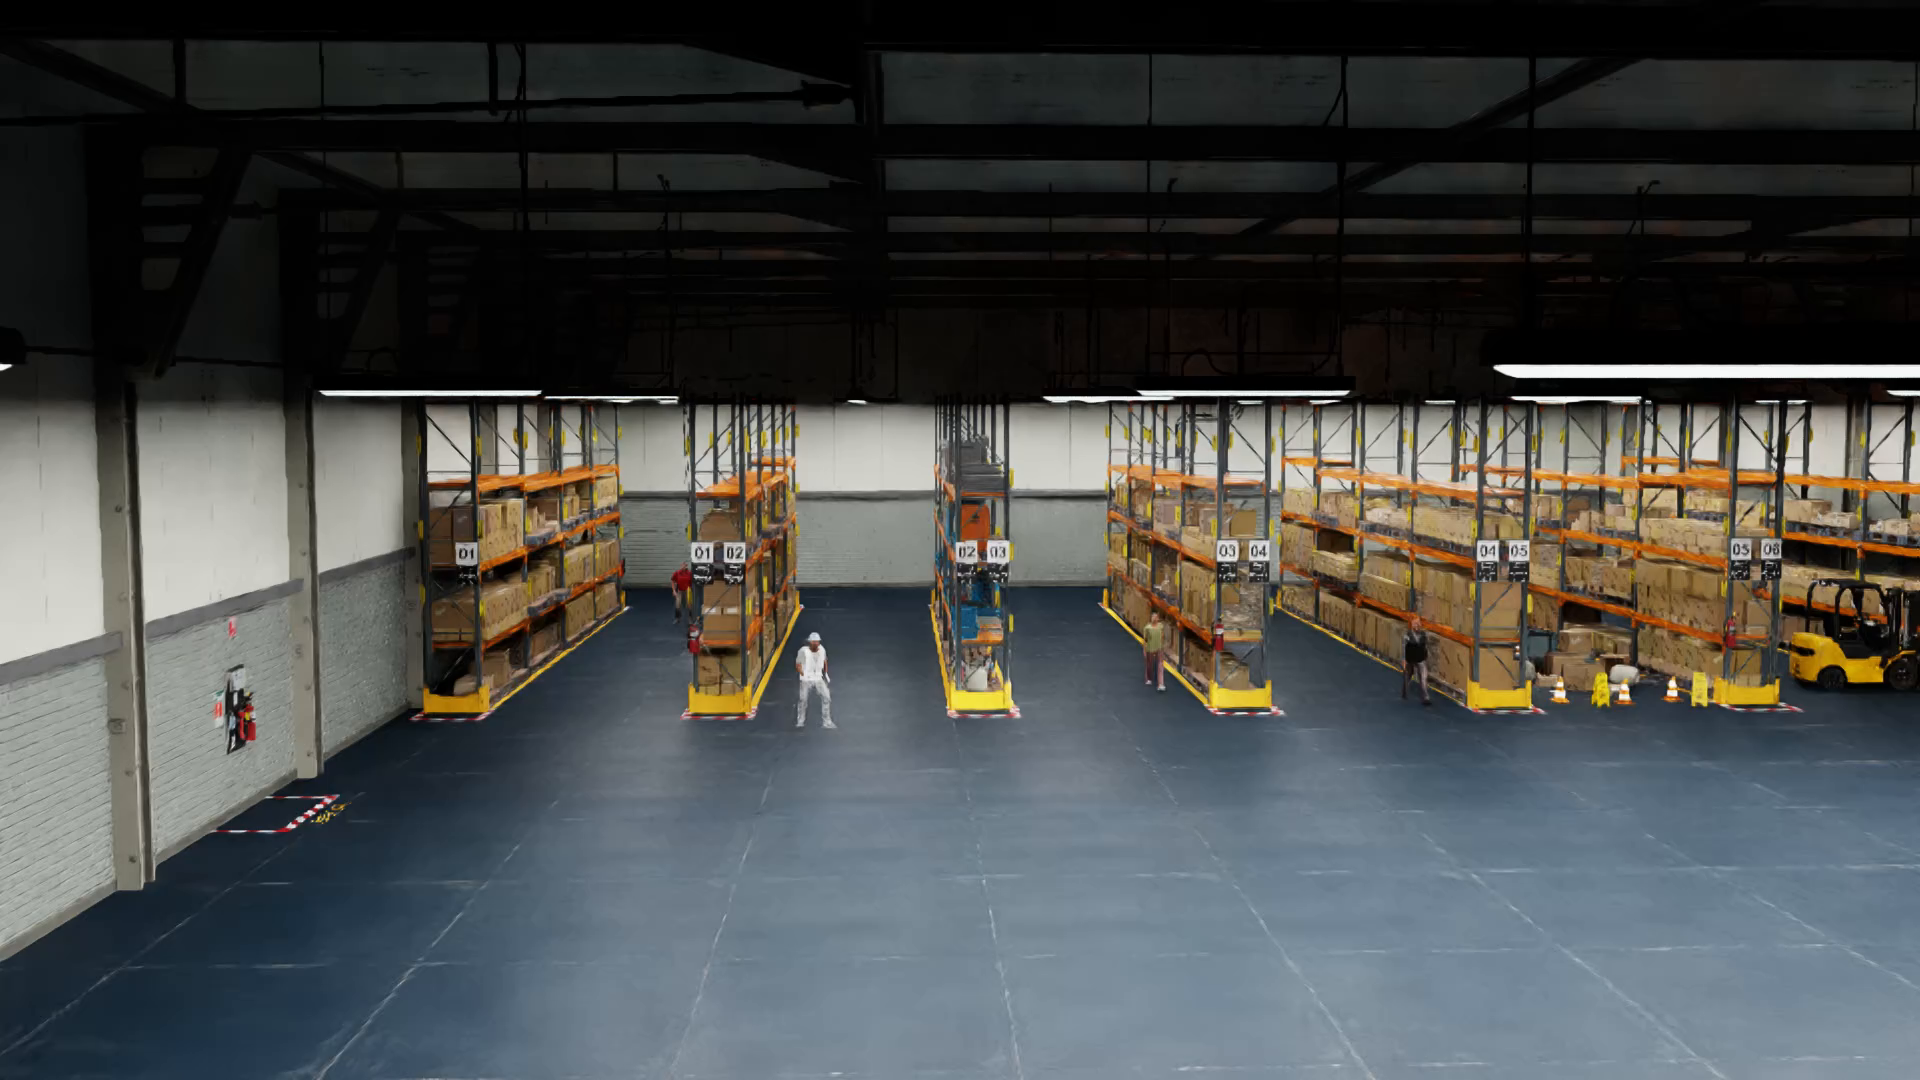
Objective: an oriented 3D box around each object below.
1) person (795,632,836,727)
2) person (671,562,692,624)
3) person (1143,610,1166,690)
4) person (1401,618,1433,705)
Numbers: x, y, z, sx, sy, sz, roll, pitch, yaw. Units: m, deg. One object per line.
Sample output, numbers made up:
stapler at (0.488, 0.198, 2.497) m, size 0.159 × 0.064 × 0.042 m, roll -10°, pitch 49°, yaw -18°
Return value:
person at (-2.620, 2.485, 29.605) m, size 0.691 × 1.728 × 0.751 m, roll -2°, pitch 5°, yaw -23°
person at (-7.258, 1.390, 43.735) m, size 0.682 × 1.676 × 0.535 m, roll 0°, pitch 5°, yaw -4°
person at (3.929, 2.210, 33.749) m, size 0.448 × 1.590 × 1.109 m, roll 0°, pitch 5°, yaw 0°
person at (8.773, 2.316, 32.078) m, size 0.544 × 1.646 × 1.102 m, roll 0°, pitch 5°, yaw 0°
